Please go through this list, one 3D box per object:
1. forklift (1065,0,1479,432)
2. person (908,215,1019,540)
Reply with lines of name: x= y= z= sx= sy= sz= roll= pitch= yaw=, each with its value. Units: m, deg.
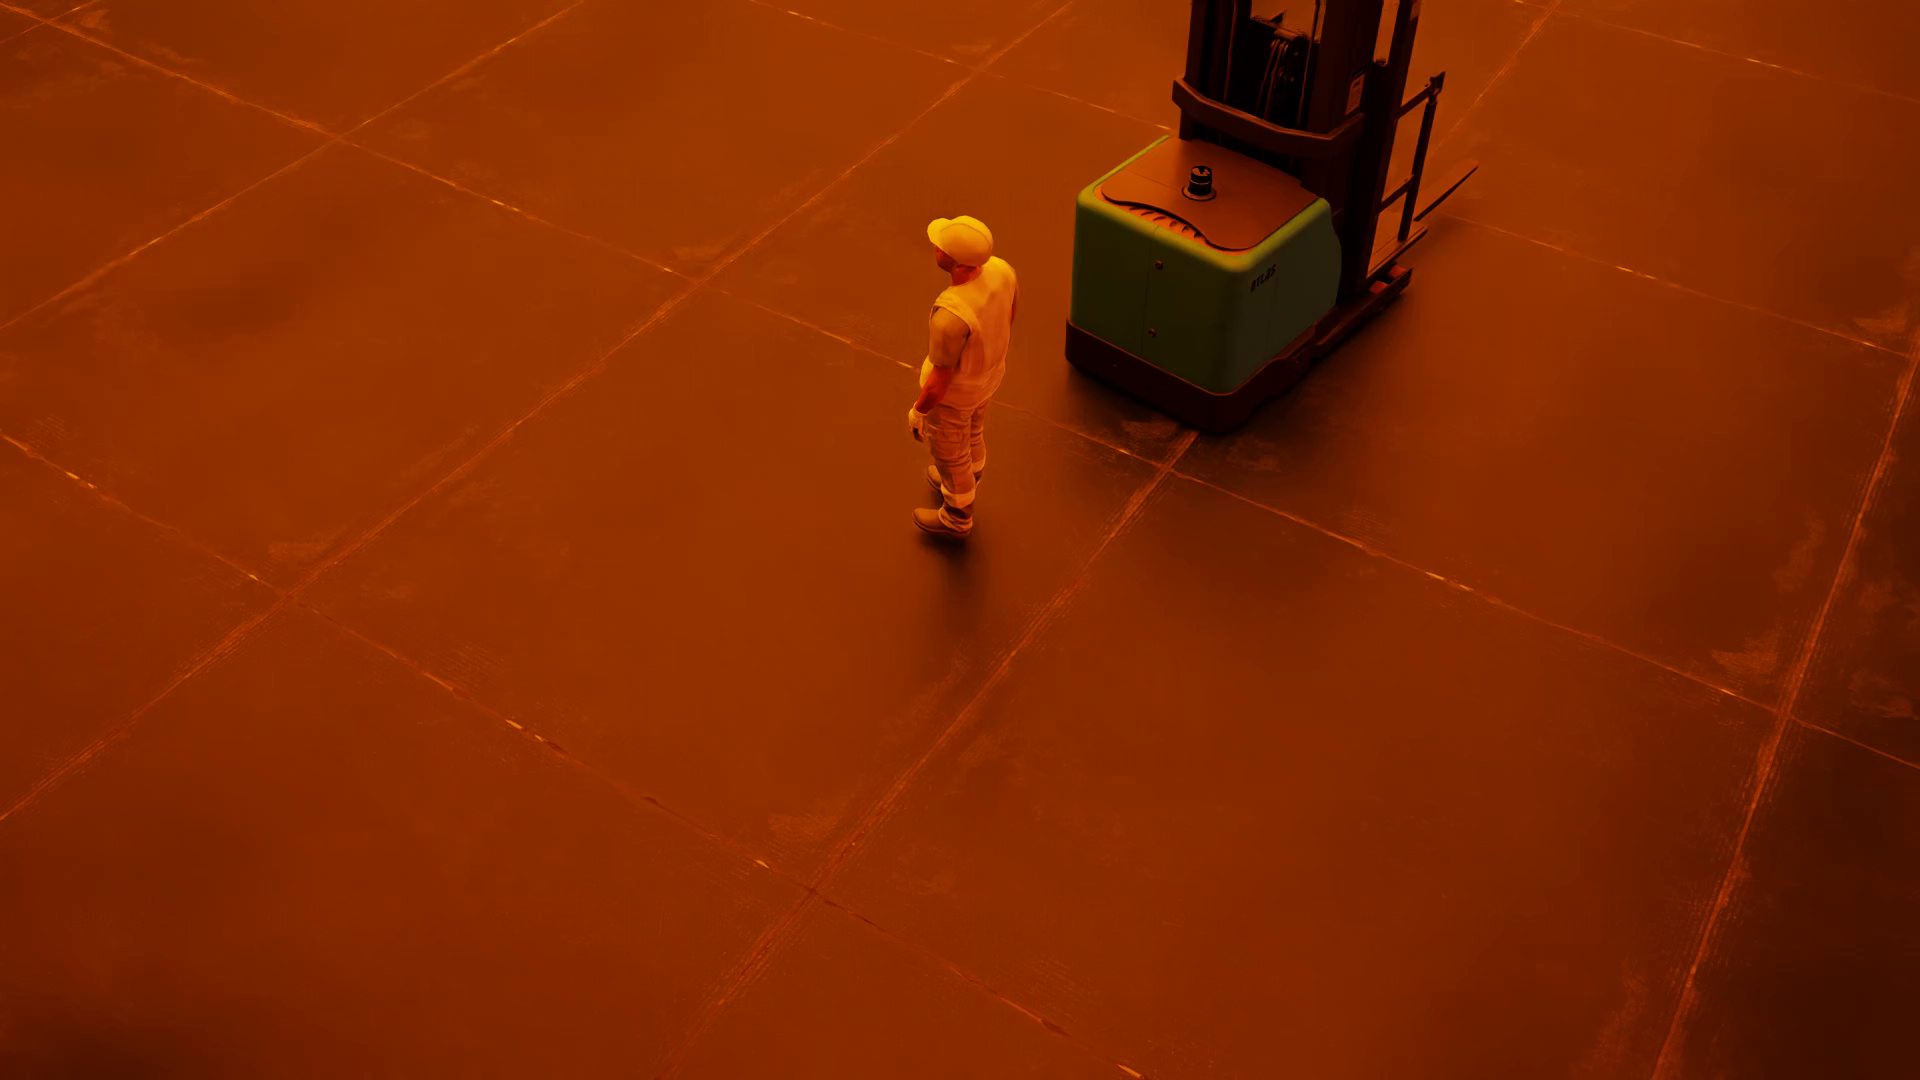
forklift: x=1.904 y=-2.553 z=8.541 sx=1.130 sy=2.935 sz=3.031 roll=31 pitch=51 yaw=28
person: x=-0.060 y=-0.721 z=7.369 sx=0.564 sy=1.787 sz=0.637 roll=24 pitch=48 yaw=23
